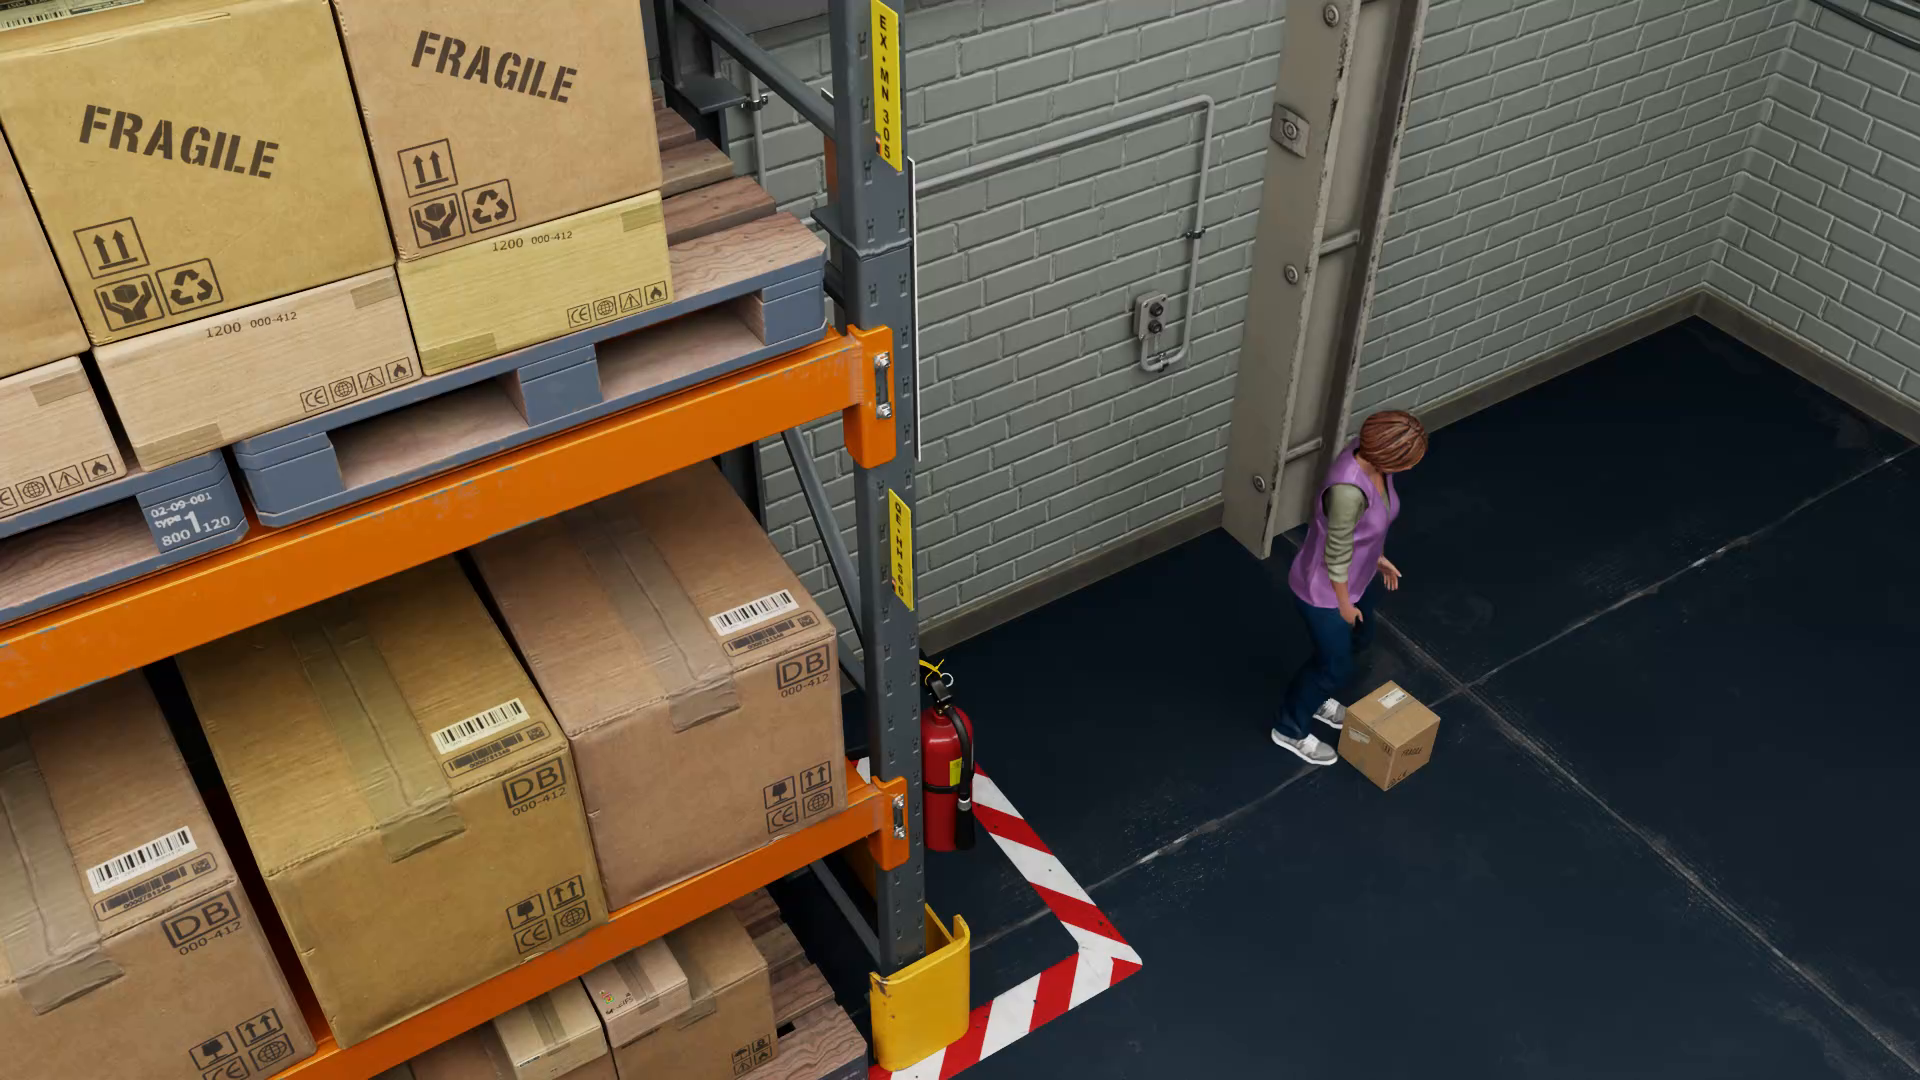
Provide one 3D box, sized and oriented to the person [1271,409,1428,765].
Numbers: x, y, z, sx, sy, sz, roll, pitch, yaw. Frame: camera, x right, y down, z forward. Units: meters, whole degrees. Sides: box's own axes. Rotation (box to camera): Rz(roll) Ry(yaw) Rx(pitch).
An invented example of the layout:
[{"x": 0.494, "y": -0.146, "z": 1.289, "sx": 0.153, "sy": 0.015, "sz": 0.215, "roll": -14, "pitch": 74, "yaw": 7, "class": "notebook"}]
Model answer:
[{"x": 1.389, "y": 0.148, "z": 6.029, "sx": 0.367, "sy": 1.568, "sz": 0.423, "roll": 21, "pitch": 46, "yaw": 23, "class": "person"}]
